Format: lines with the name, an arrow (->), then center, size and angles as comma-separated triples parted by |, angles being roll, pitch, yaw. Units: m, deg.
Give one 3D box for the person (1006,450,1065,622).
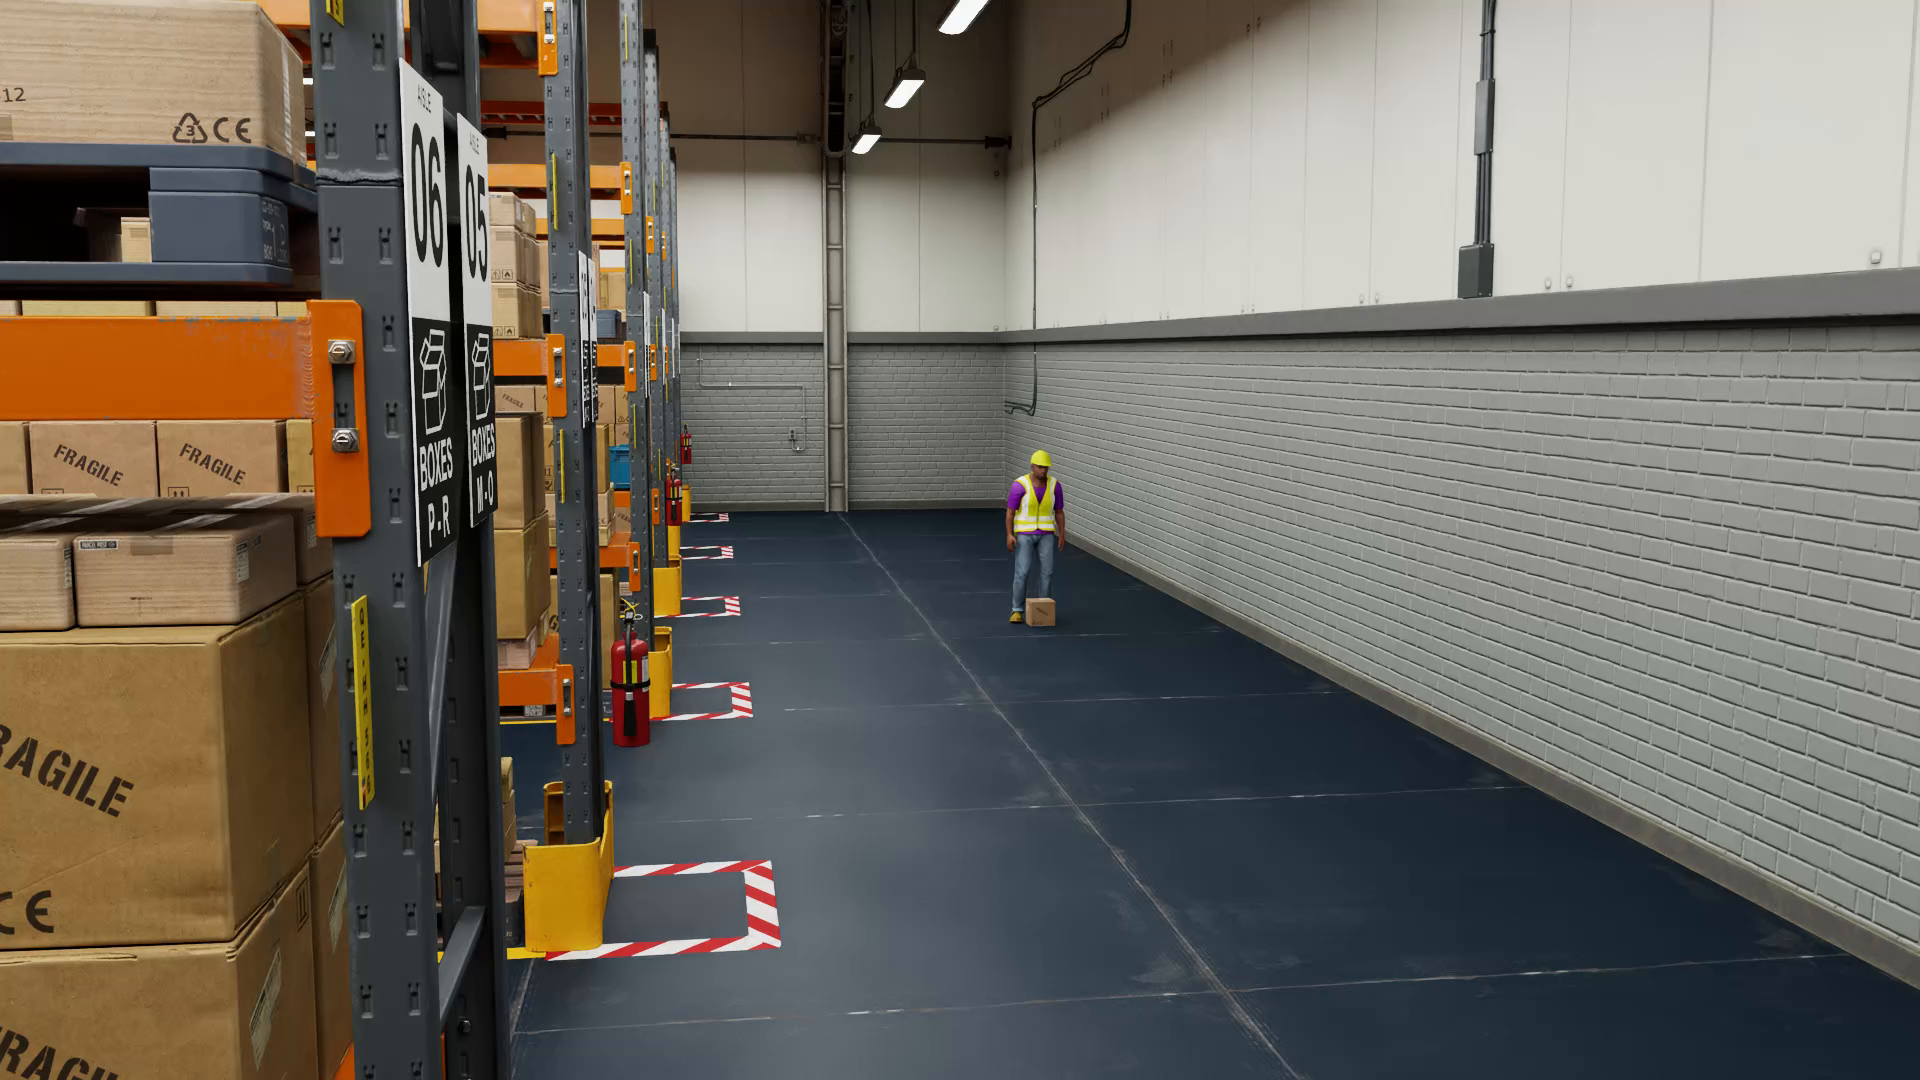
person -> 0.780, -0.042, 17.009 | 0.632, 1.759, 0.462 | -1, 7, -12
